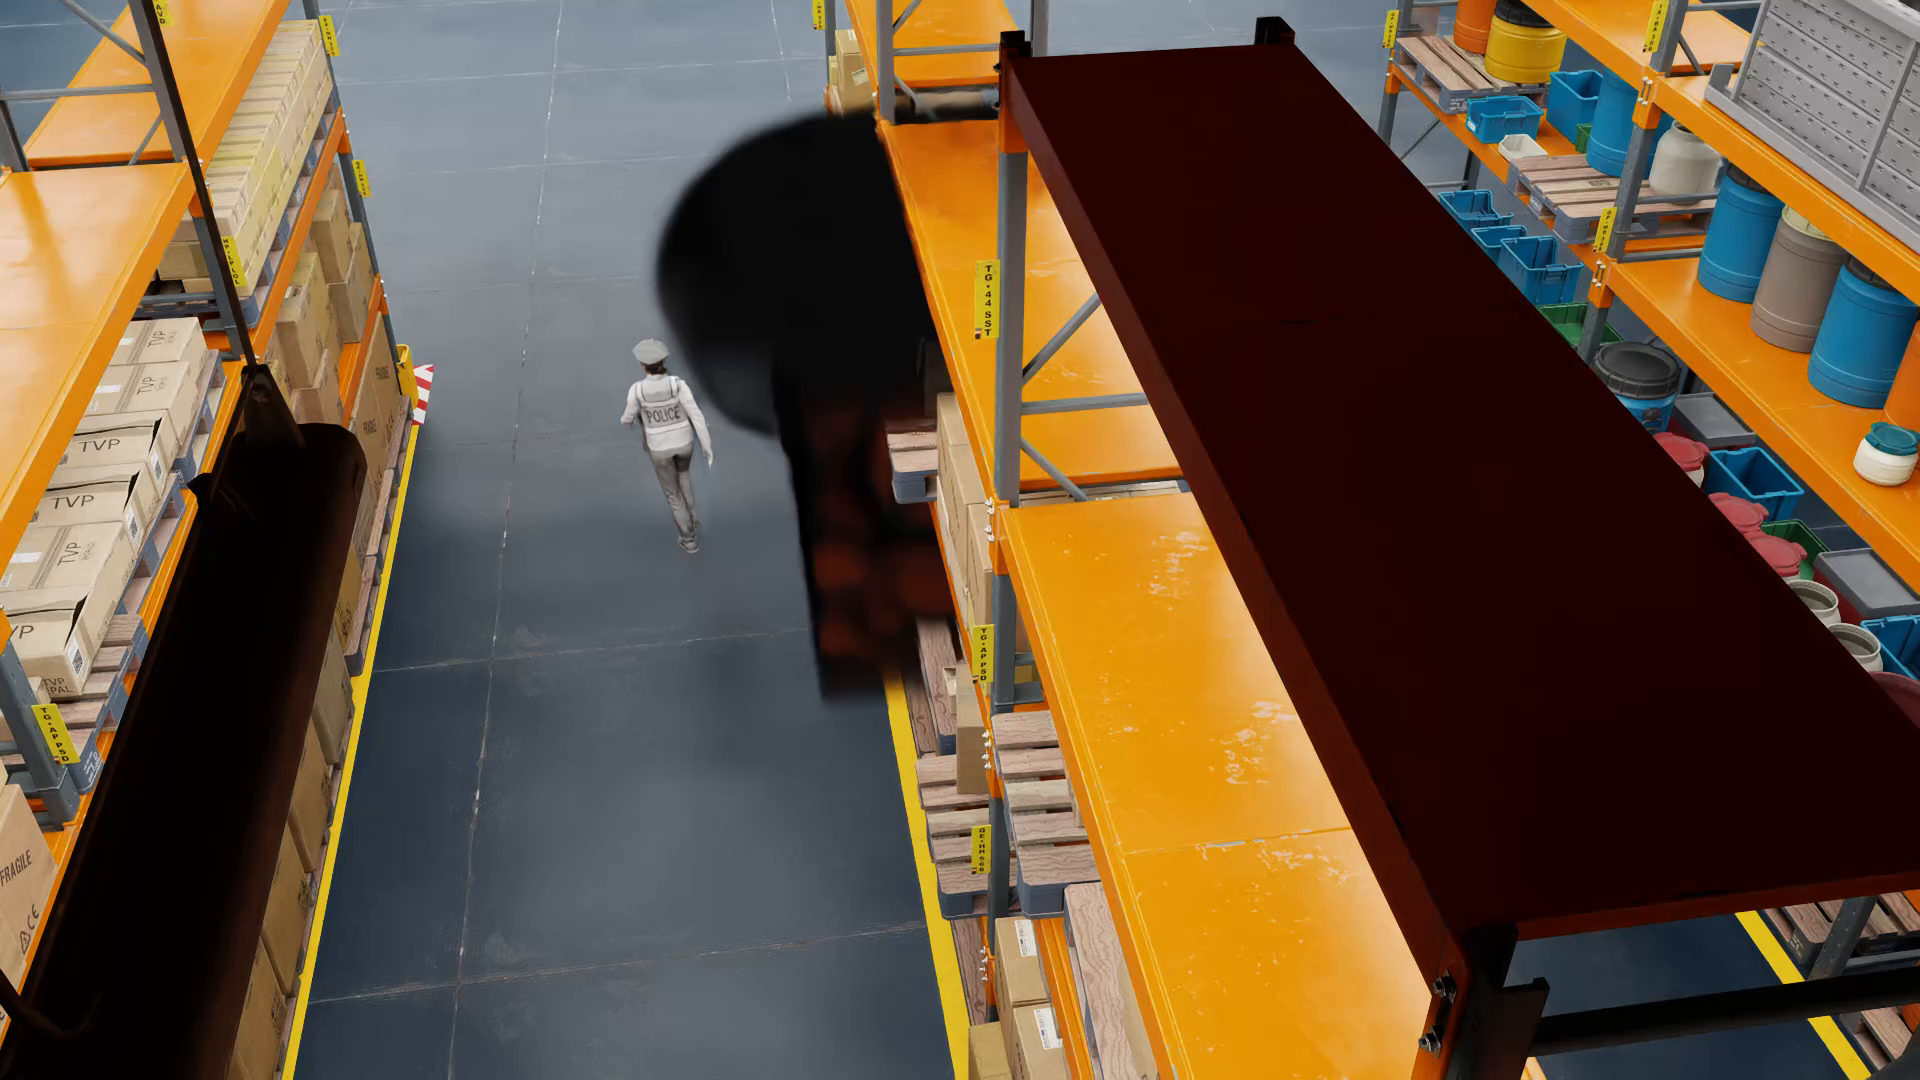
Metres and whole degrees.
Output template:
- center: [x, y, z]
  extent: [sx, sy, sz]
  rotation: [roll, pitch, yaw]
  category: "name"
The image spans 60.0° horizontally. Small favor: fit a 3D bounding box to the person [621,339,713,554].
- center: [-2.236, -0.722, 12.571]
  extent: [0.572, 1.654, 0.777]
  rotation: [-15, 39, -19]
  category: "person"
